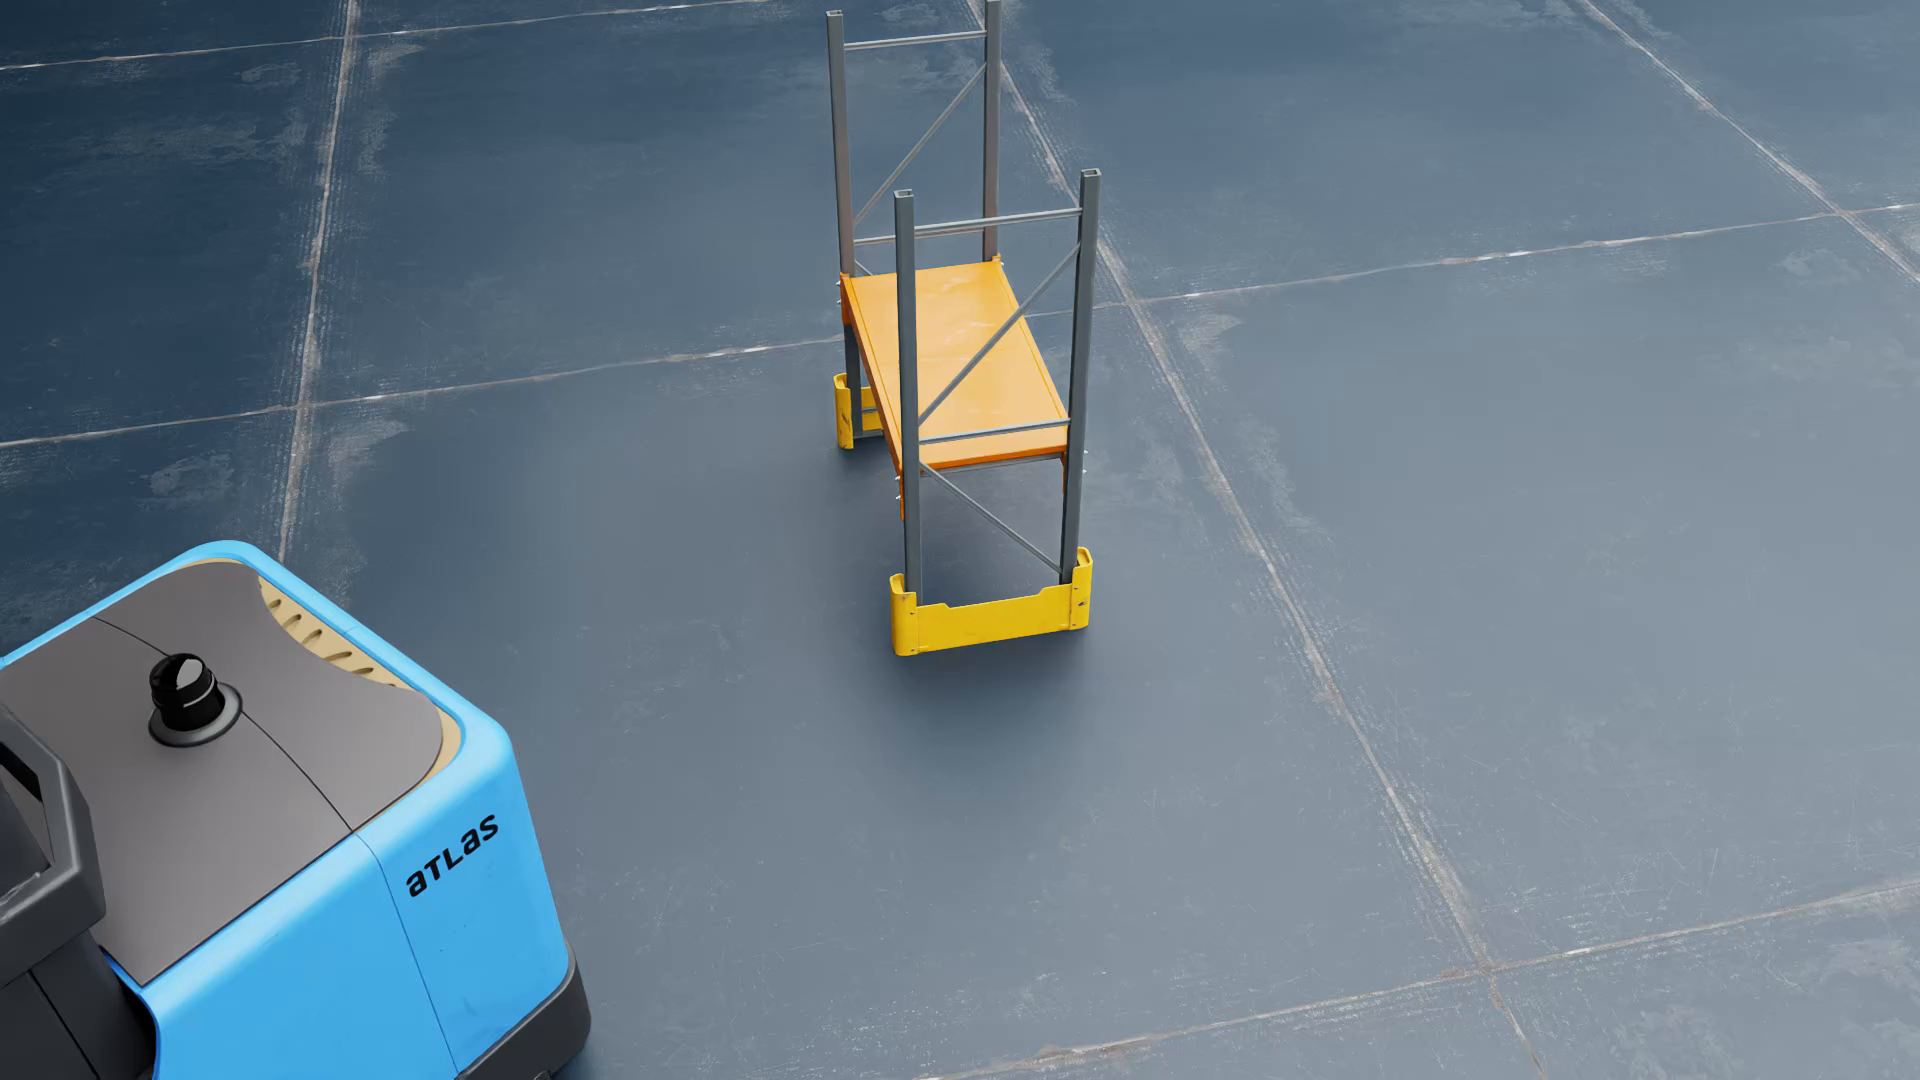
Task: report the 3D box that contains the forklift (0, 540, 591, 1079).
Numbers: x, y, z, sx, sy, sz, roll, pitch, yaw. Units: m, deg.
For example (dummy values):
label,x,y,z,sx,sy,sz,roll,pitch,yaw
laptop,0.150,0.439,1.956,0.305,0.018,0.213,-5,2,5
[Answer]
label,x,y,z,sx,sy,sz,roll,pitch,yaw
forklift,-2.175,0.643,2.317,1.130,2.935,3.031,28,49,28

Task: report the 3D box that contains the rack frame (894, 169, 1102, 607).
label,x,y,z,sx,sy,sz,roll,pitch,yaw
rack frame,0.091,-0.287,4.443,0.500,1.500,0.032,-8,42,-9

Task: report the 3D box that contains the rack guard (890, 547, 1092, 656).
label,x,y,z,sx,sy,sz,roll,pitch,yaw
rack guard,0.091,0.180,4.859,0.587,0.250,0.087,-8,42,-9

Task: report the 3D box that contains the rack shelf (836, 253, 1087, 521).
label,x,y,z,sx,sy,sz,roll,pitch,yaw
rack shelf,-0.018,-0.482,4.934,0.538,0.185,1.000,-8,42,-9

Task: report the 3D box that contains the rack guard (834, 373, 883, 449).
label,x,y,z,sx,sy,sz,roll,pitch,yaw
rack guard,-0.124,-0.466,5.586,0.587,0.250,0.087,-8,42,-9

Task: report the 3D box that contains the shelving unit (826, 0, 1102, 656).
label,x,y,z,sx,sy,sz,roll,pitch,yaw
shelving unit,-0.016,-0.610,4.808,0.587,1.500,1.083,-8,42,-9

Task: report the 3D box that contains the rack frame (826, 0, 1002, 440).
label,x,y,z,sx,sy,sz,roll,pitch,yaw
rack frame,-0.128,-0.946,5.186,0.500,1.500,0.032,-8,42,-9
